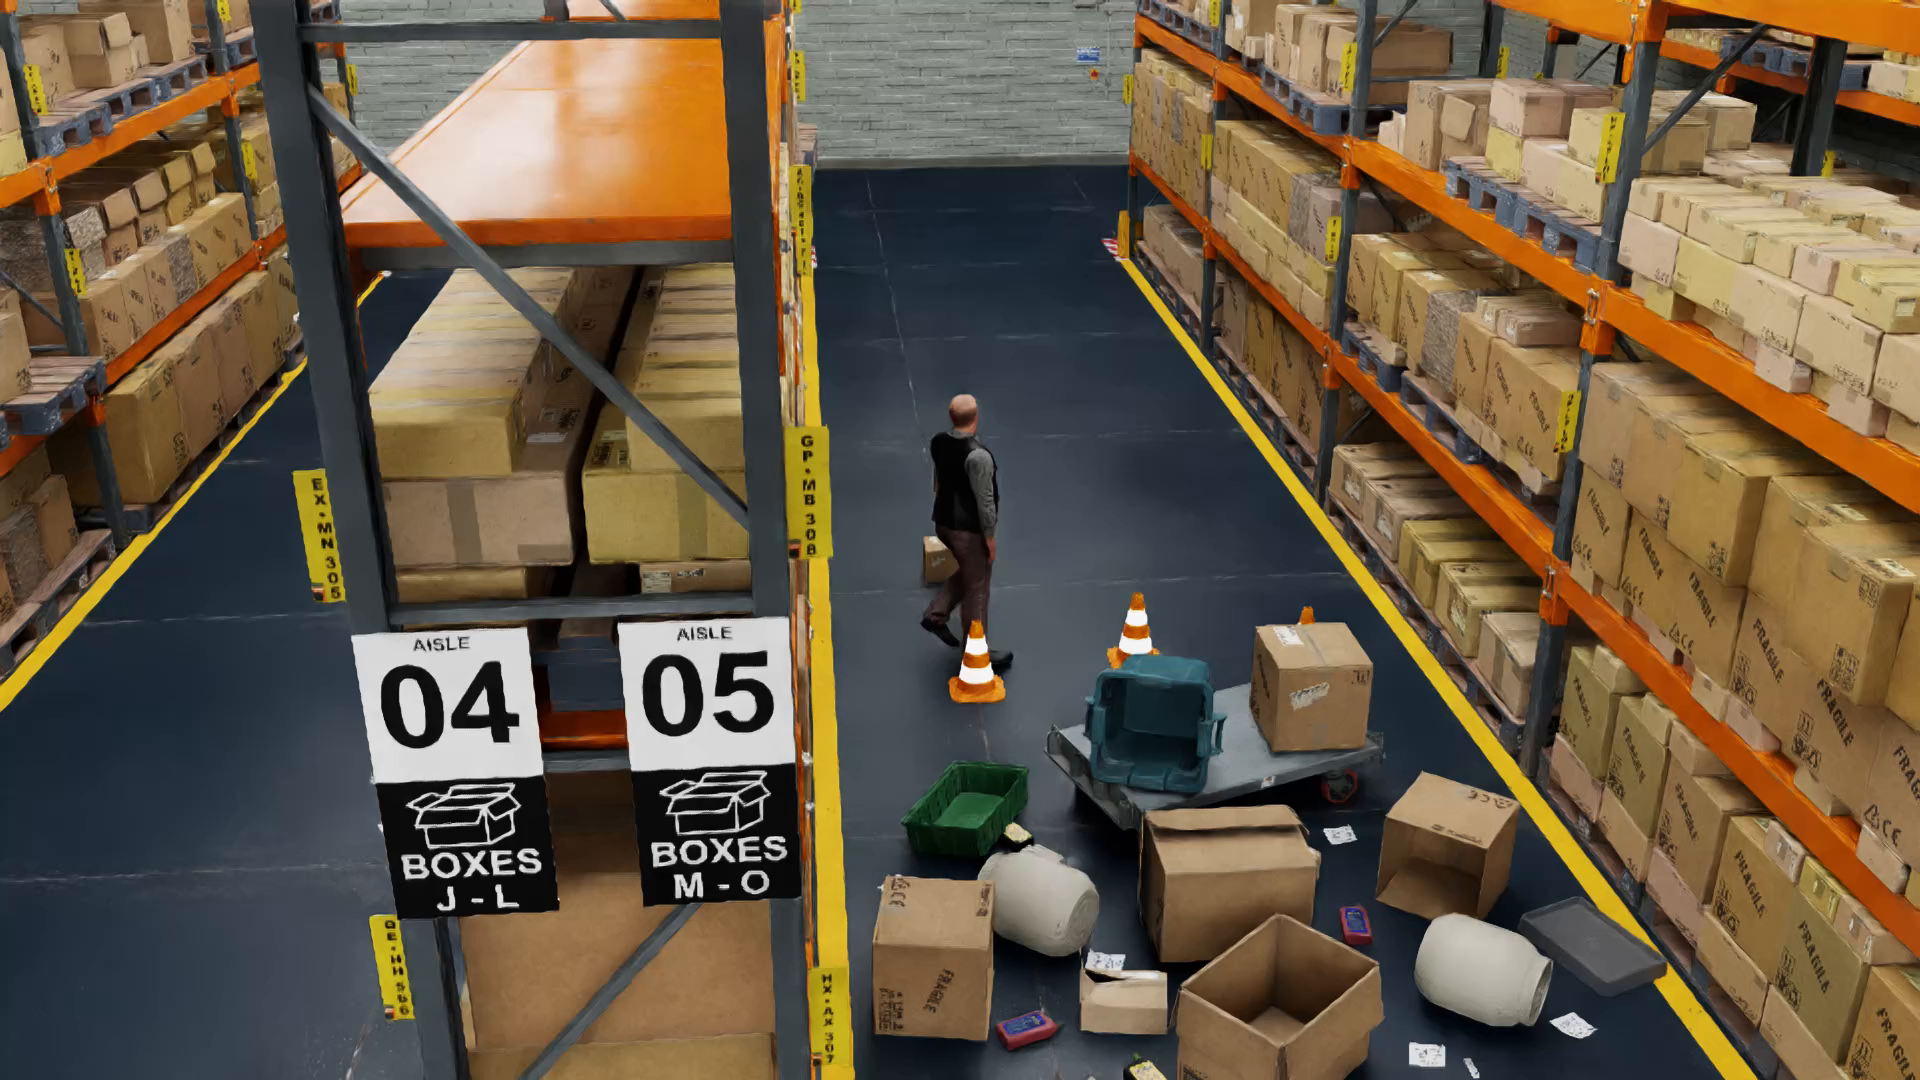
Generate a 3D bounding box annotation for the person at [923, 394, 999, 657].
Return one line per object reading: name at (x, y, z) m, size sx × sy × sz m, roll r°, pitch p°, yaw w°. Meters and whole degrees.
person at (0.012, -0.043, 10.281) m, size 0.472 × 1.544 × 0.593 m, roll -14°, pitch 27°, yaw -29°
